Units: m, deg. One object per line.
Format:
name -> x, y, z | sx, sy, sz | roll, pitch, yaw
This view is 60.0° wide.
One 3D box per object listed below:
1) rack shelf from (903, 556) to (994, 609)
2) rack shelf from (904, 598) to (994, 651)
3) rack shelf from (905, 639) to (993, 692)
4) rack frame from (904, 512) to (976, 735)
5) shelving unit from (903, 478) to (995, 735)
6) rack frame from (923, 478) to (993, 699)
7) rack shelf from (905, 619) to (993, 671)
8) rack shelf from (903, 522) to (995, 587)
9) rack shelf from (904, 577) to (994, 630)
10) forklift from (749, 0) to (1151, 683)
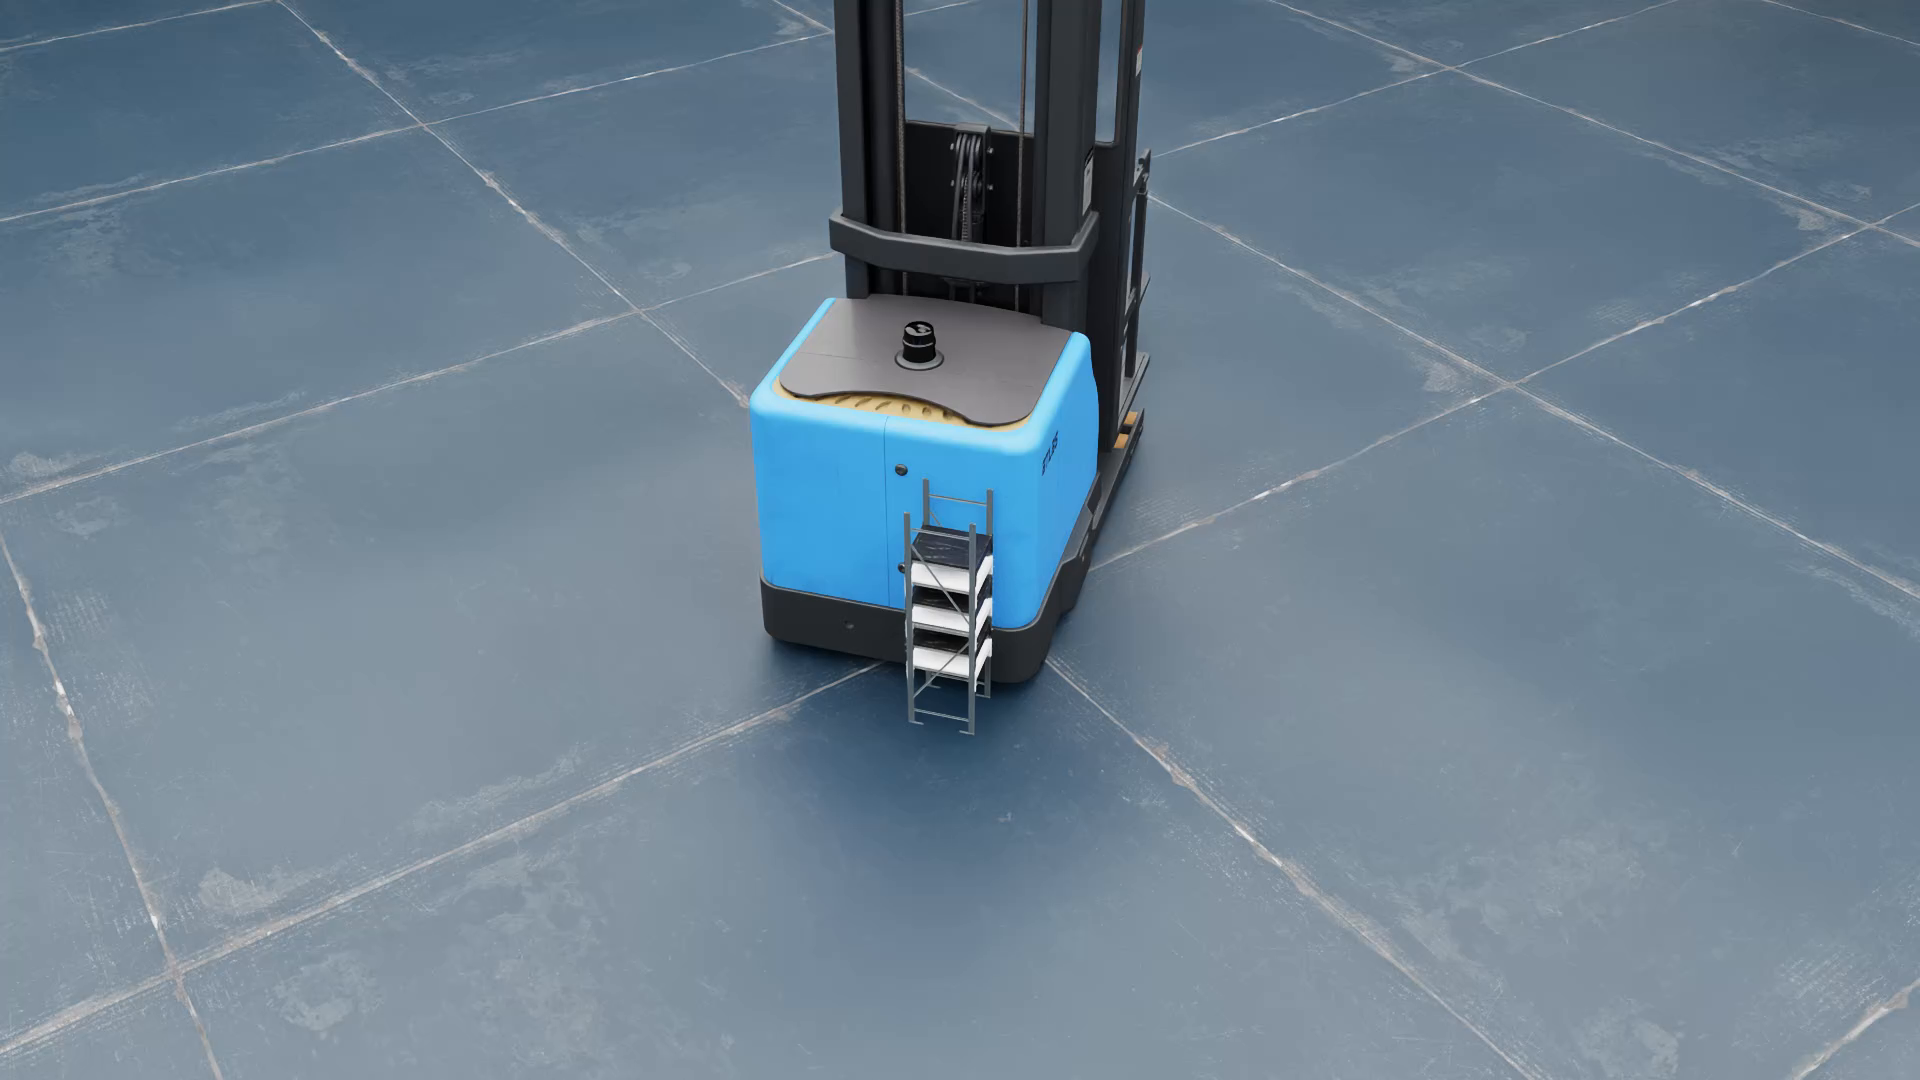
rack shelf -> -0.036, 0.119, 5.562 | 0.258, 0.077, 0.200 | 10, 37, 13
rack shelf -> -0.036, 0.265, 5.667 | 0.258, 0.077, 0.200 | 10, 37, 13
rack shelf -> -0.036, 0.412, 5.772 | 0.258, 0.077, 0.200 | 10, 37, 13
rack frame -> -0.065, 0.295, 5.569 | 0.240, 0.900, 0.006 | 10, 37, 13
shelving unit -> -0.036, 0.238, 5.648 | 0.258, 0.900, 0.210 | 10, 37, 13
rack frame -> -0.007, 0.181, 5.727 | 0.240, 0.900, 0.006 | 10, 37, 13
rack shelf -> -0.036, 0.339, 5.720 | 0.258, 0.077, 0.200 | 10, 37, 13
rack shelf -> -0.036, 0.046, 5.510 | 0.258, 0.077, 0.200 | 10, 37, 13
rack shelf -> -0.036, 0.192, 5.615 | 0.258, 0.077, 0.200 | 10, 37, 13
forklift -> 0.178, -1.540, 6.381 | 1.130, 2.935, 3.031 | 10, 37, 13
